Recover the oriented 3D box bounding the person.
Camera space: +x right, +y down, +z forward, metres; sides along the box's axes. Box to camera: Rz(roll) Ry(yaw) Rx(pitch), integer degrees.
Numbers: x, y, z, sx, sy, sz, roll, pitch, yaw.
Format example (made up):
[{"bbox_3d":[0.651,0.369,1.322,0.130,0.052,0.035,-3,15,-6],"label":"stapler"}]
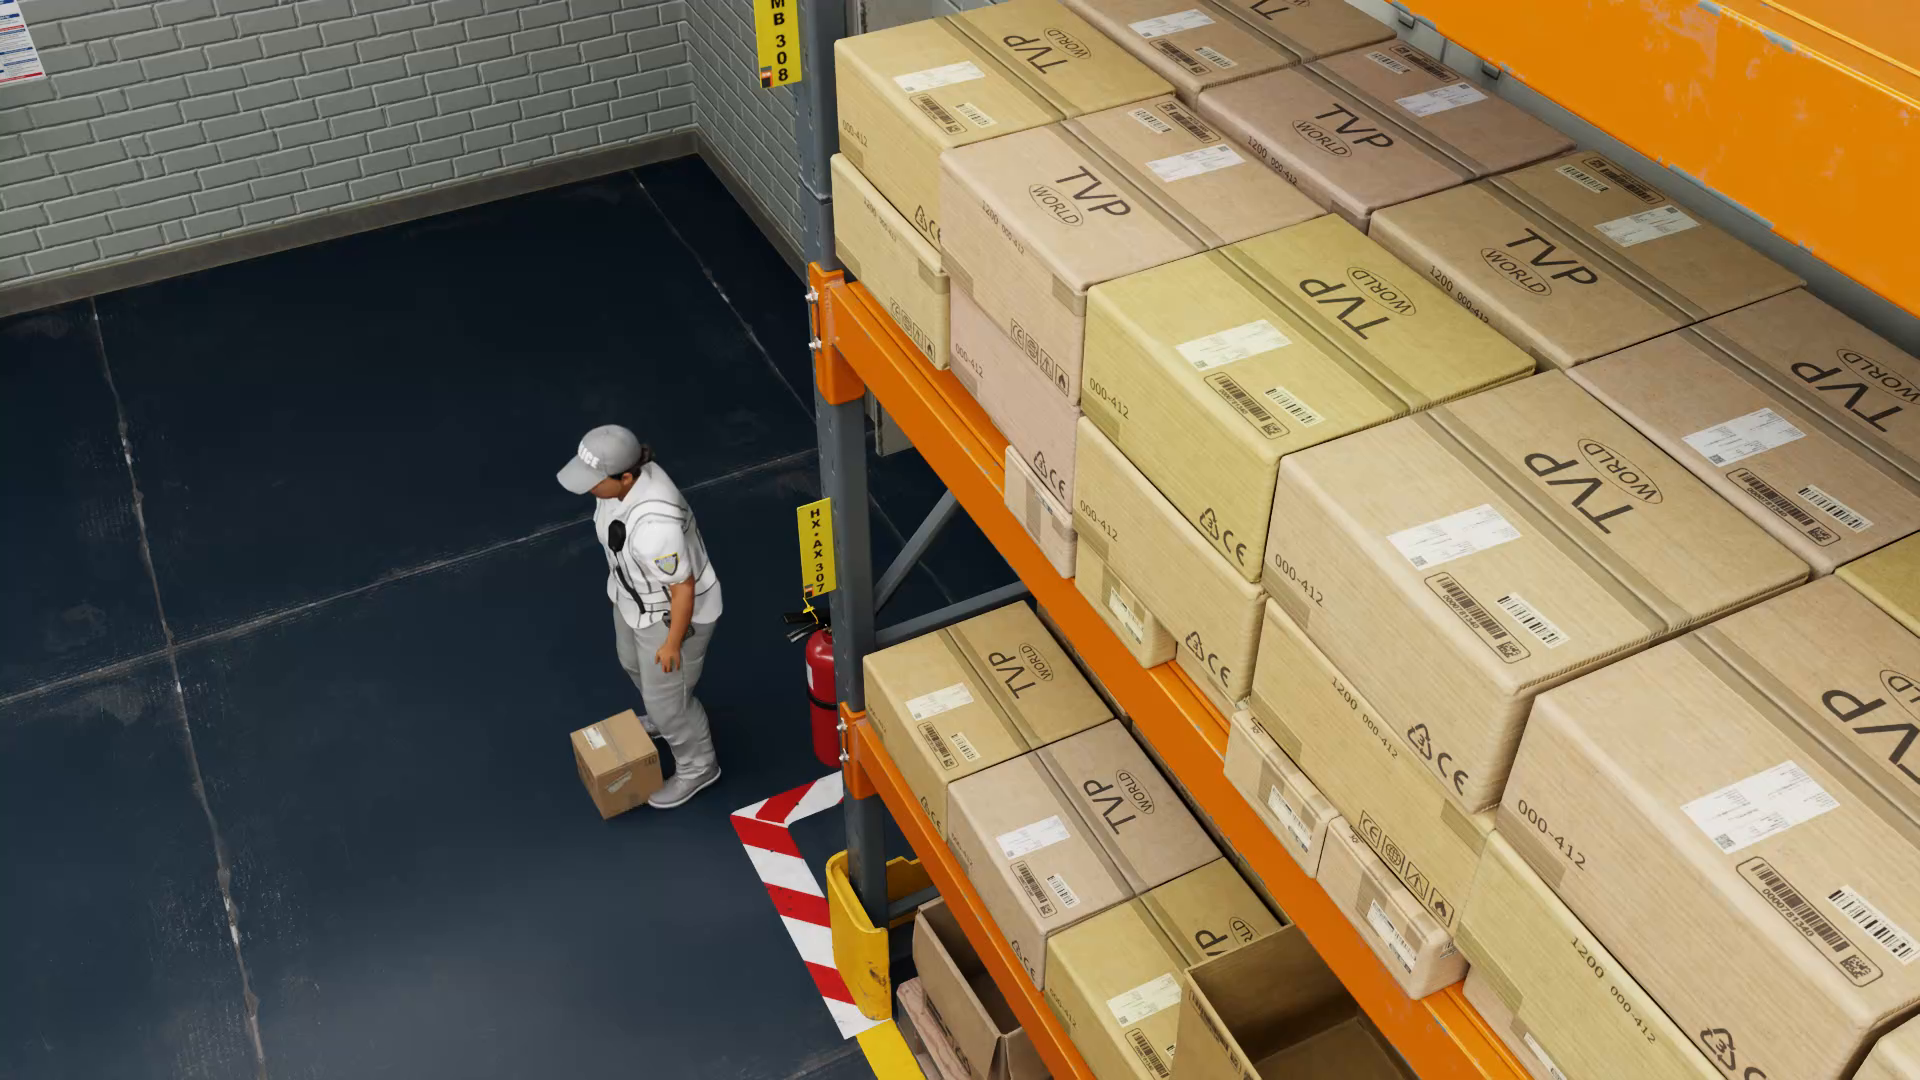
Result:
[{"bbox_3d":[-1.102,0.241,5.882,0.453,1.666,0.540,-21,45,-22],"label":"person"}]
